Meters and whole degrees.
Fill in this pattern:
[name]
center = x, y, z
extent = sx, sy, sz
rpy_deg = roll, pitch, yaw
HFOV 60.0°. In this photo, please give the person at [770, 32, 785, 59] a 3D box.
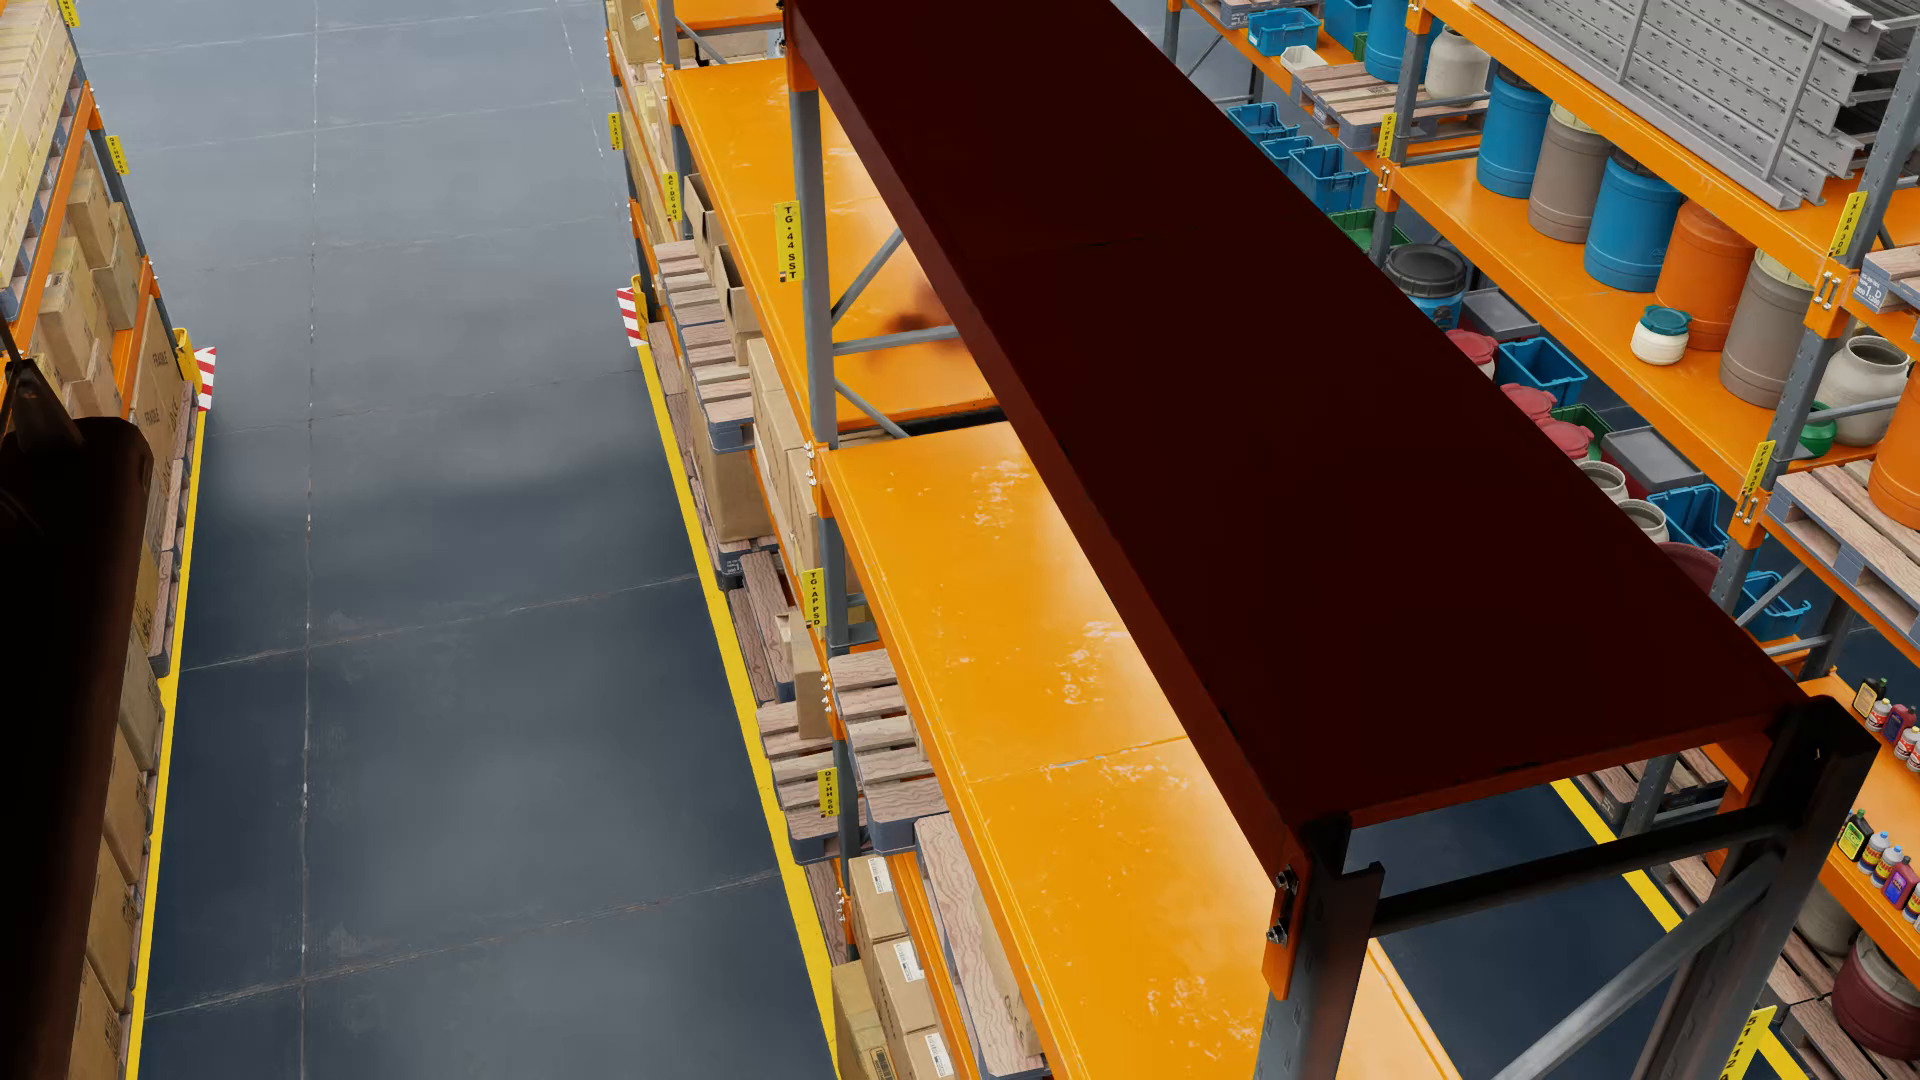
[person]
center = -1.765, -4.875, 17.585
extent = 0.595, 1.737, 0.683
rpy_deg = 7, 39, 9
